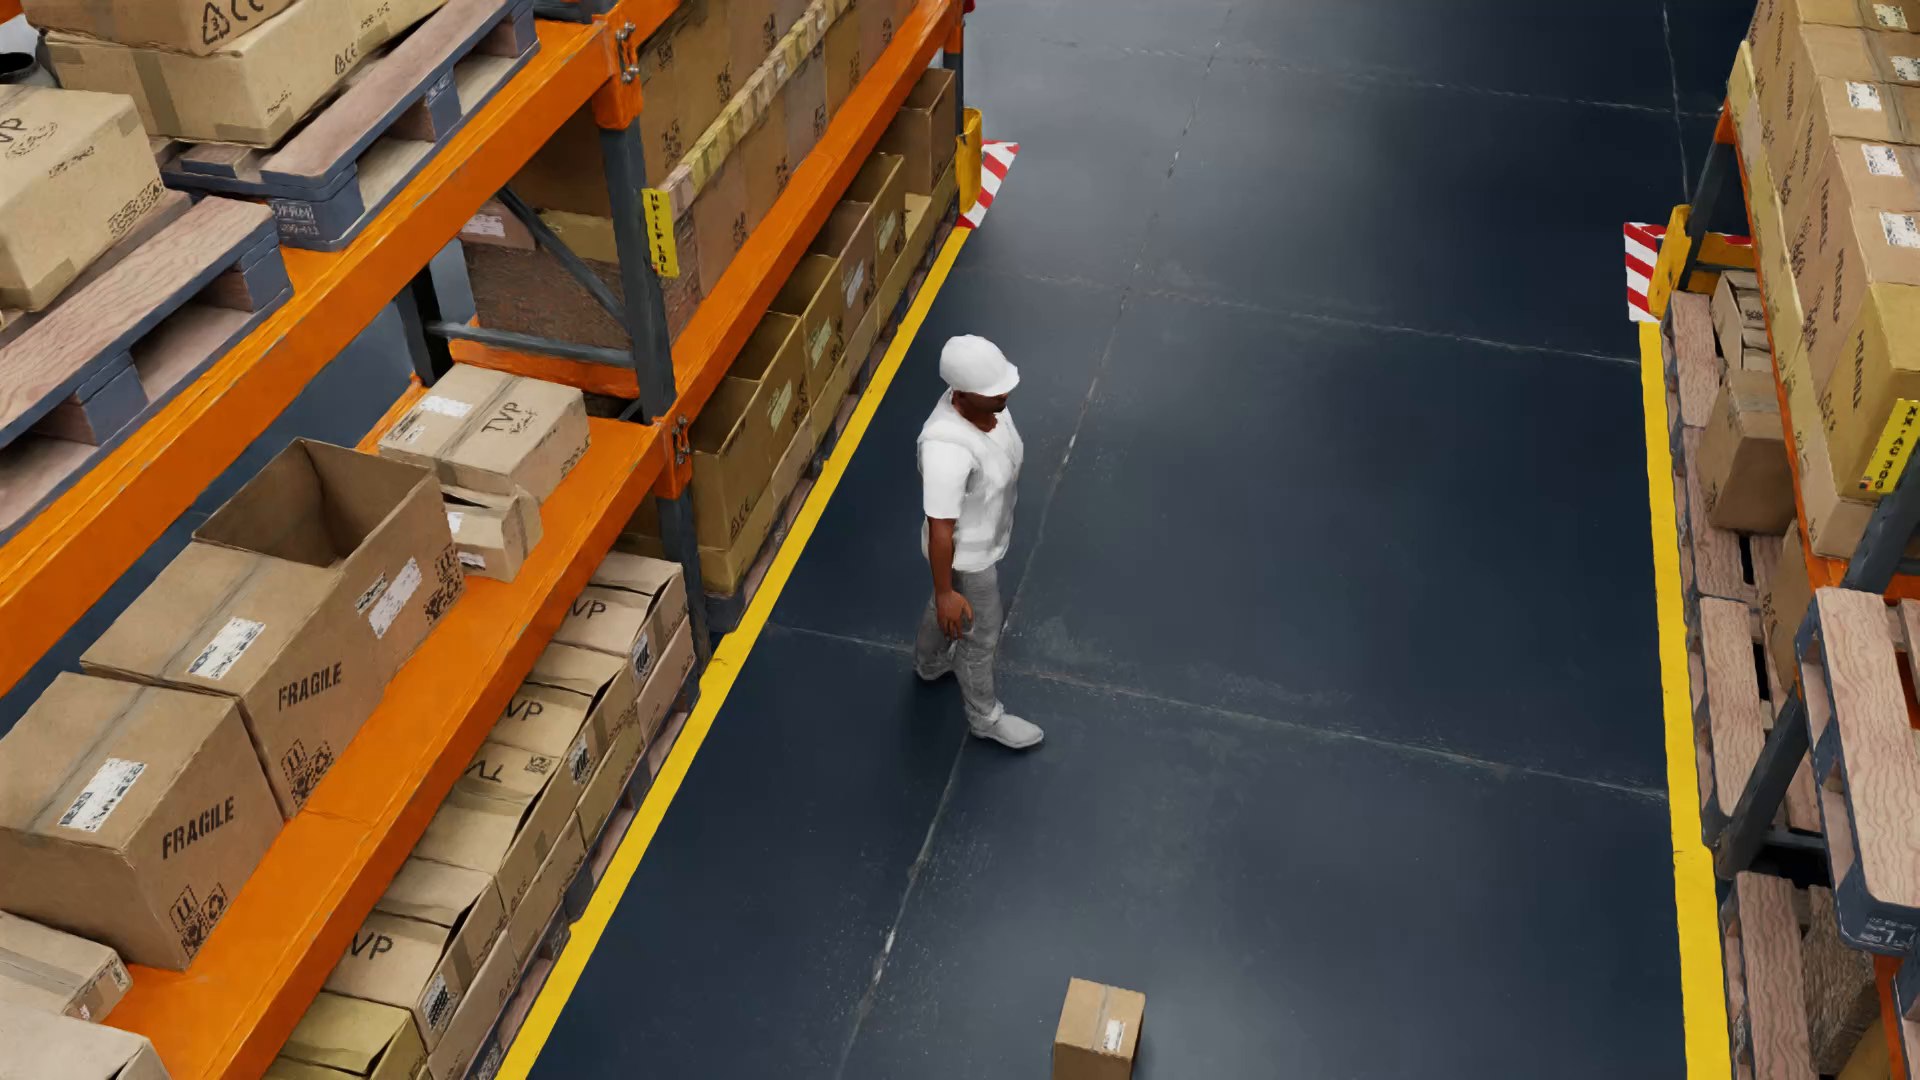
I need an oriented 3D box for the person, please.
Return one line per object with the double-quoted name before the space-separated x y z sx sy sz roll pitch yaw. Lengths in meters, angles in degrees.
"person" 0.067 0.022 6.098 0.587 1.768 0.747 9 42 10
